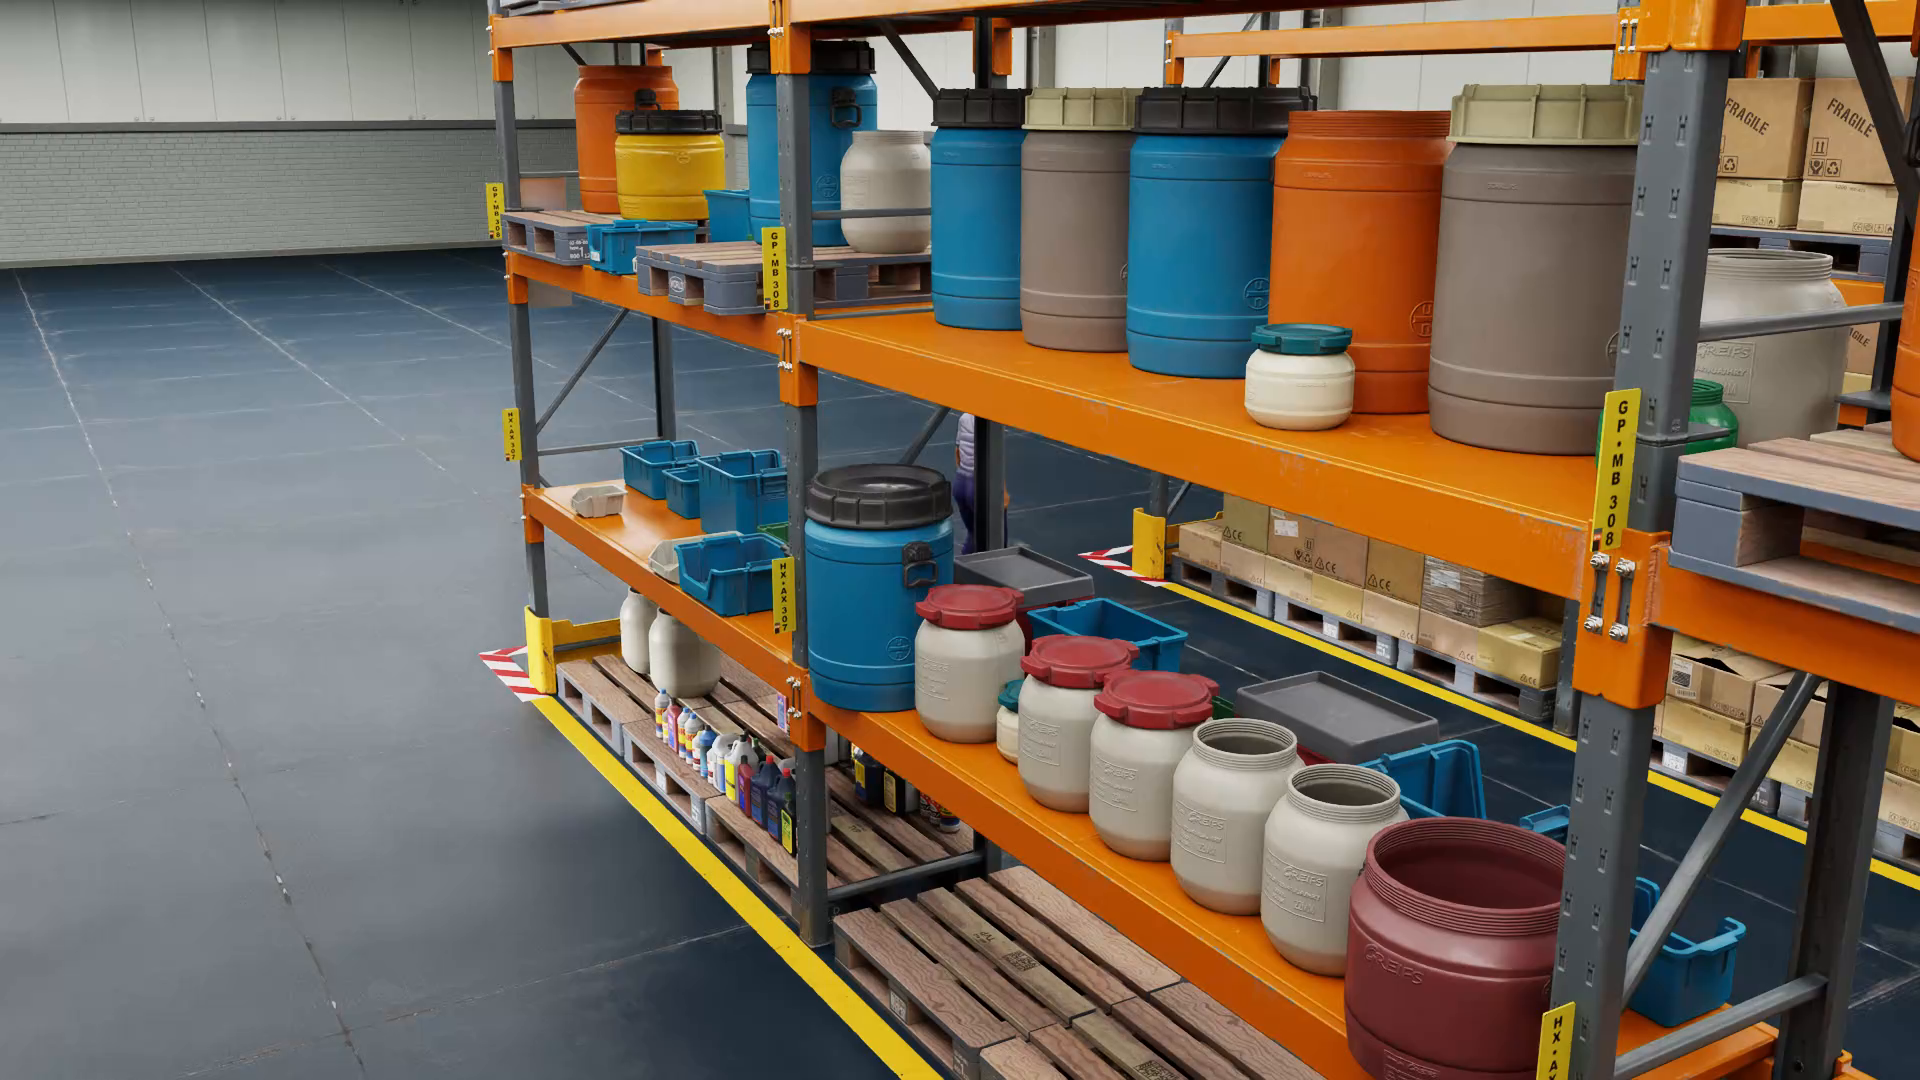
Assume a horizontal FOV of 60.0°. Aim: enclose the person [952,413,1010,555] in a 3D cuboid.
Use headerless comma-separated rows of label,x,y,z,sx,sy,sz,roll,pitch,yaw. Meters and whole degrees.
person,0.171,-0.370,12.413,0.370,1.653,0.563,-10,18,-32
